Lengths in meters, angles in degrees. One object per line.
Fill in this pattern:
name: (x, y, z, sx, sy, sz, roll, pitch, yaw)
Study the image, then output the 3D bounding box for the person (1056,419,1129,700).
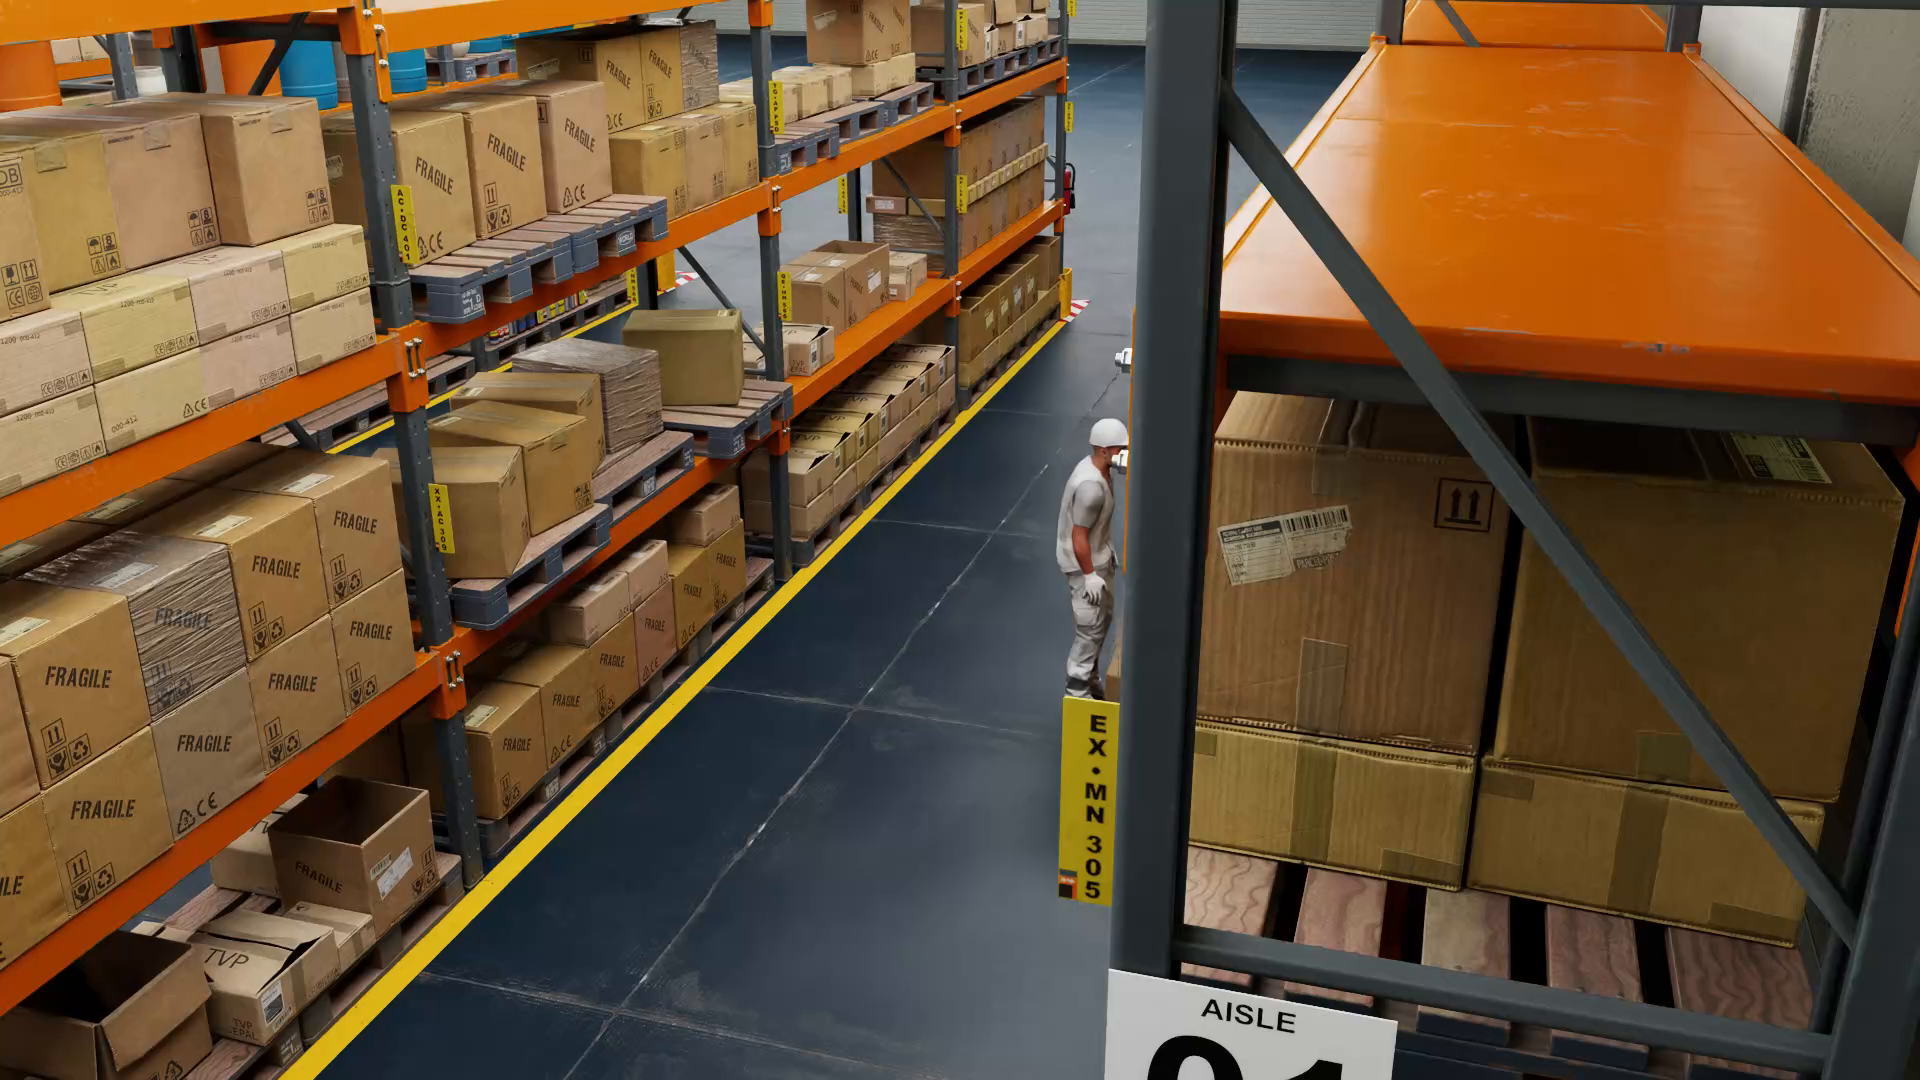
person: (0.787, 0.151, 9.688, 0.444, 1.779, 0.584, 6, 22, 14)
